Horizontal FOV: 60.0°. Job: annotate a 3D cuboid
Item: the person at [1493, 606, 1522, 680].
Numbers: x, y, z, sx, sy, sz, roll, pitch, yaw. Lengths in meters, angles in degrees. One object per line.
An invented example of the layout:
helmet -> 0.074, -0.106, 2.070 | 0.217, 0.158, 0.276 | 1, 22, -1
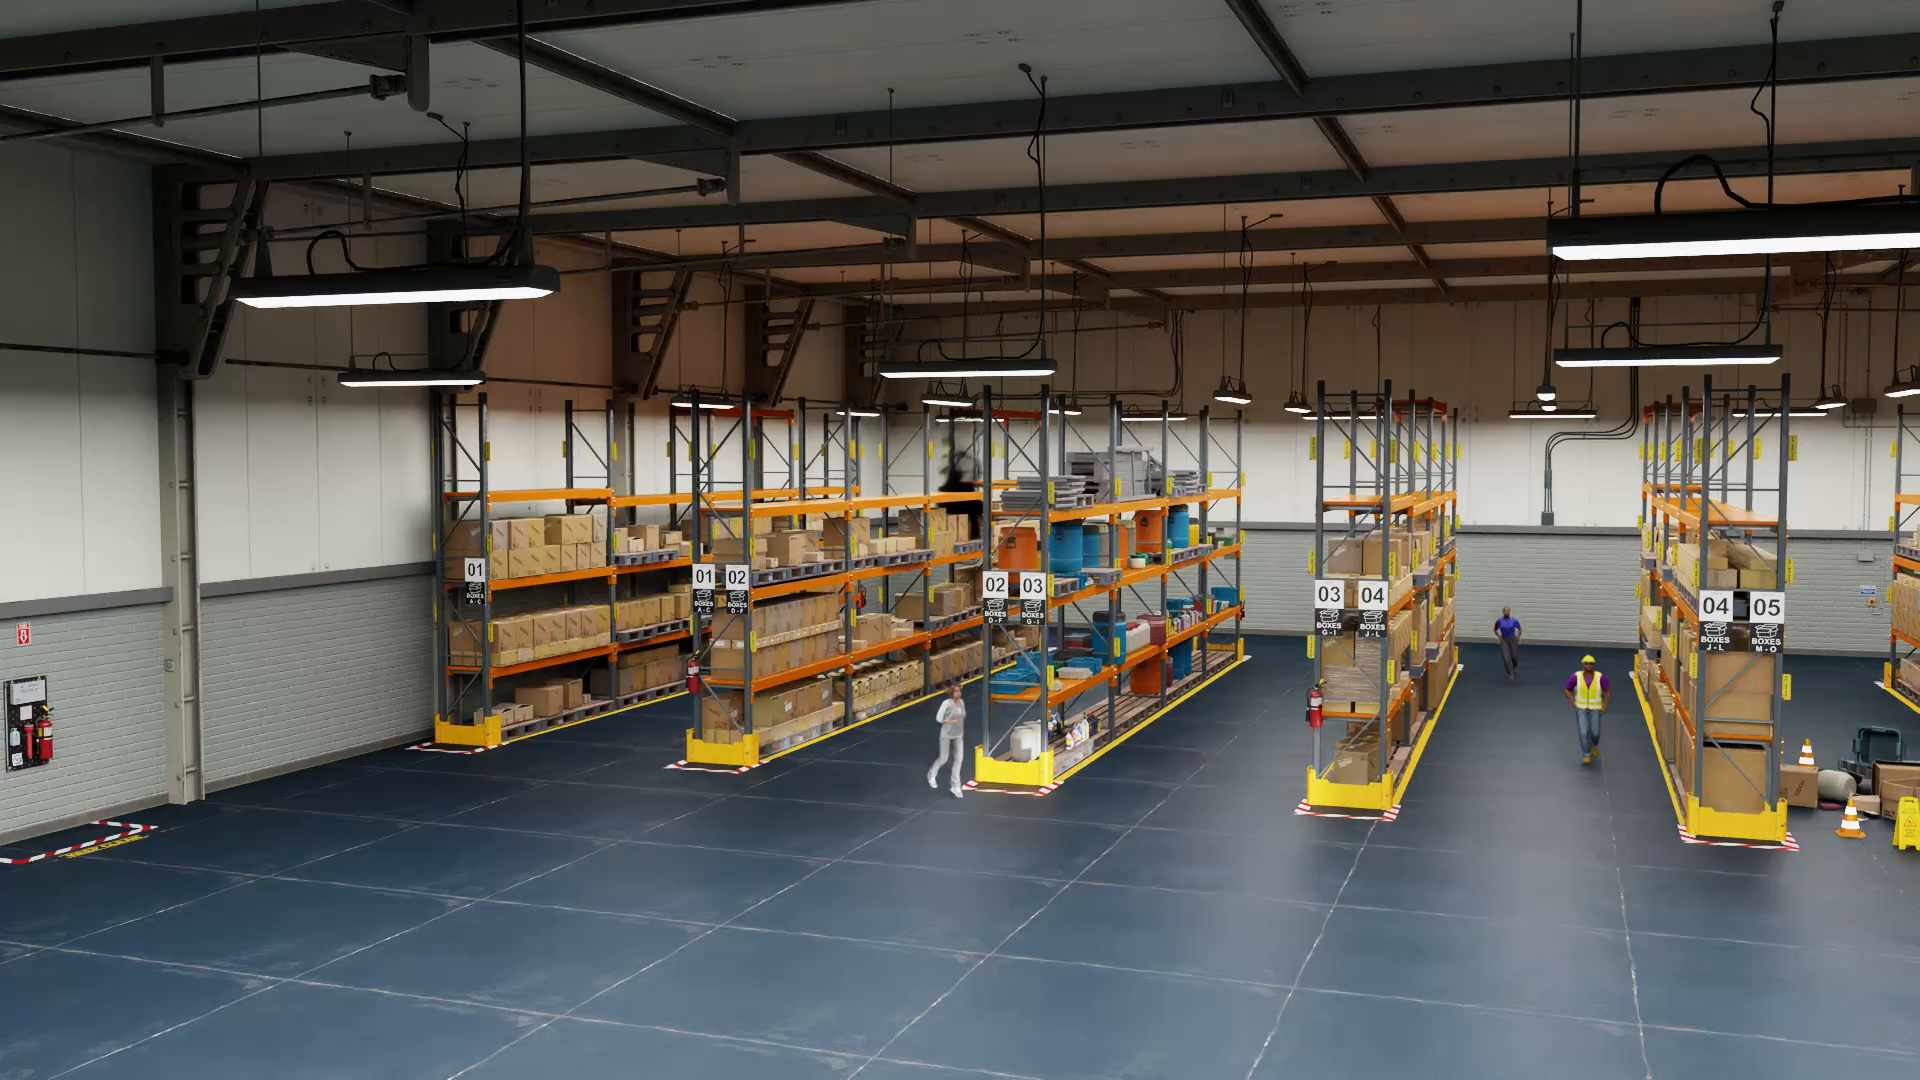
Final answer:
person -> 12.048, 2.261, 36.603 | 0.601, 1.613, 0.513 | 1, 3, 18

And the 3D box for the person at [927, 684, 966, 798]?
person -> -0.132, 2.903, 24.359 | 0.547, 1.608, 0.805 | -2, 4, -32

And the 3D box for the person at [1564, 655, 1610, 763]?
person -> 10.080, 2.712, 26.742 | 0.706, 1.728, 0.537 | 1, 3, 20
